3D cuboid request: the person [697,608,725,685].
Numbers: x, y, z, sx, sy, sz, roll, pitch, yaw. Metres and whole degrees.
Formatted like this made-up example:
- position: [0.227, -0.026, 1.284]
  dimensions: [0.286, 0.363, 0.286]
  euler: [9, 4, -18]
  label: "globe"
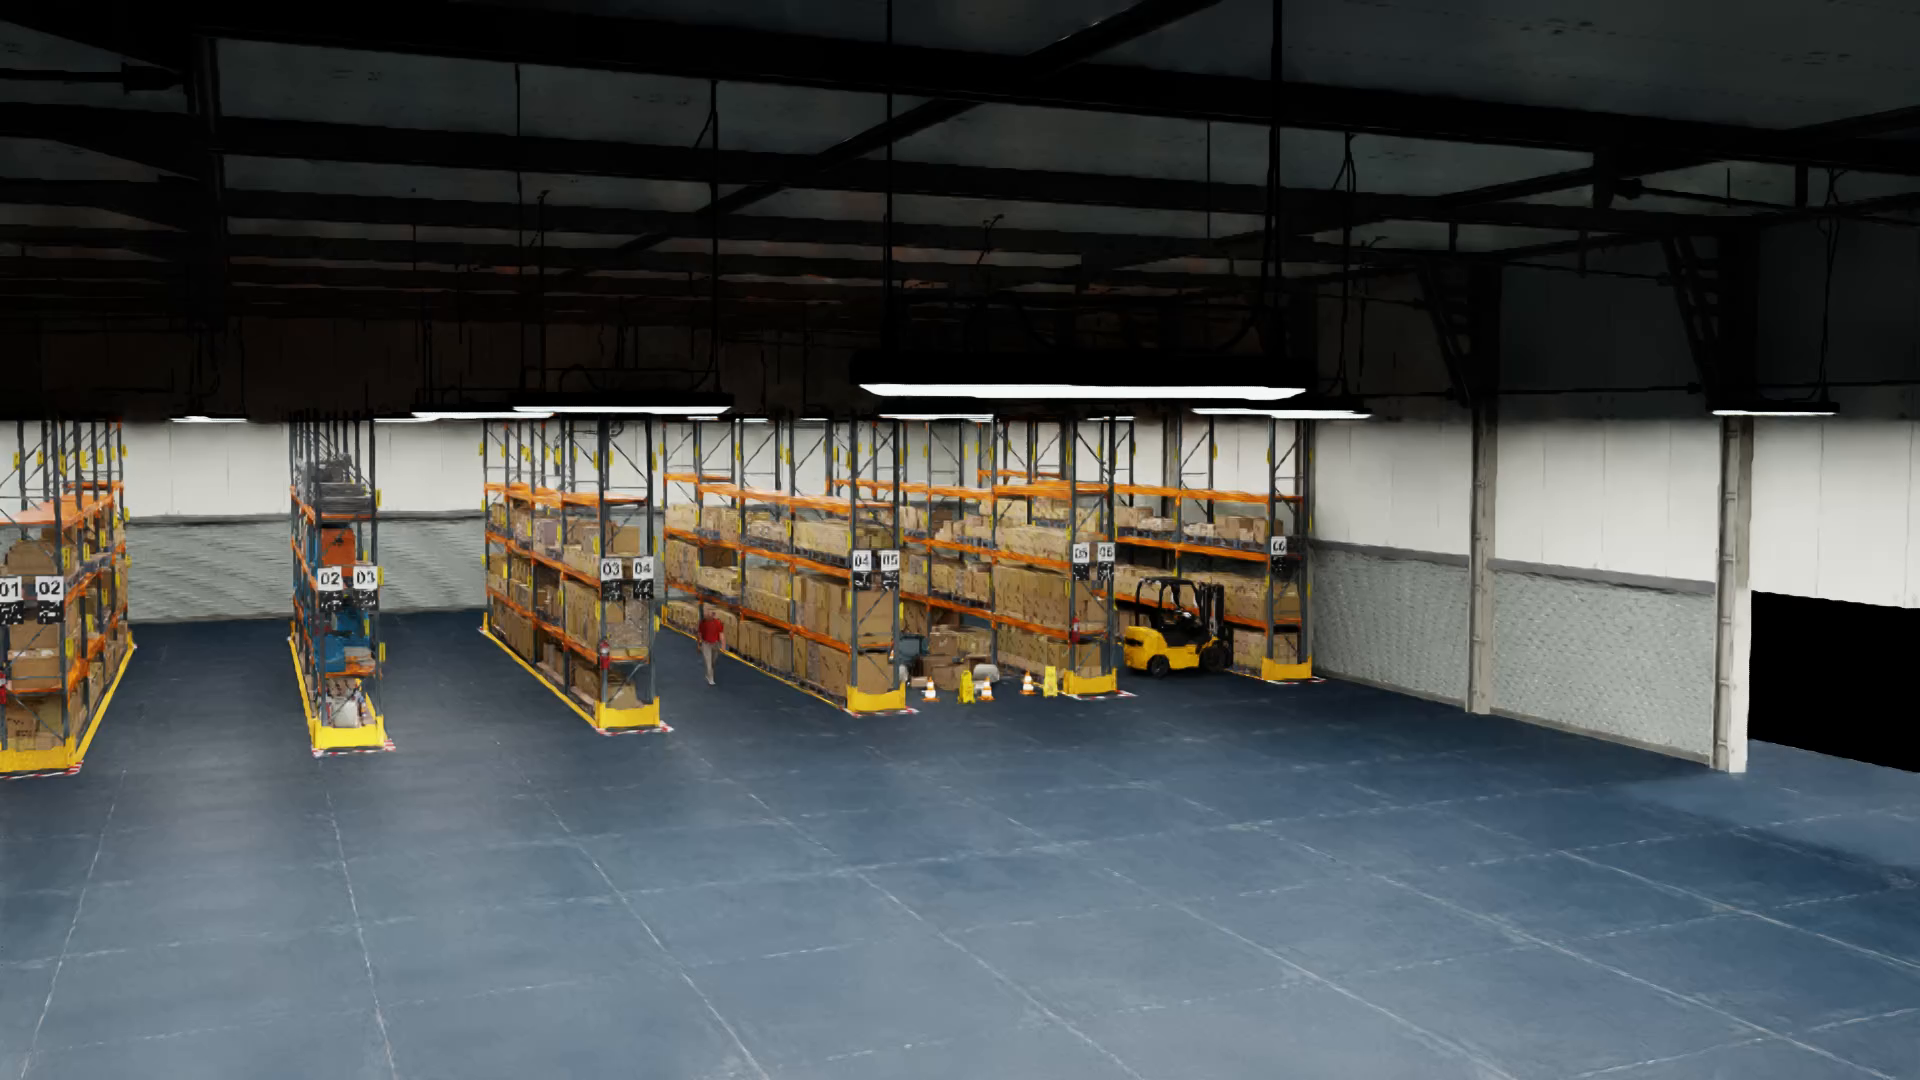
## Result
- position: [-5.460, 2.321, 36.580]
  dimensions: [0.554, 1.669, 1.040]
  euler: [-2, 4, -24]
  label: "person"
